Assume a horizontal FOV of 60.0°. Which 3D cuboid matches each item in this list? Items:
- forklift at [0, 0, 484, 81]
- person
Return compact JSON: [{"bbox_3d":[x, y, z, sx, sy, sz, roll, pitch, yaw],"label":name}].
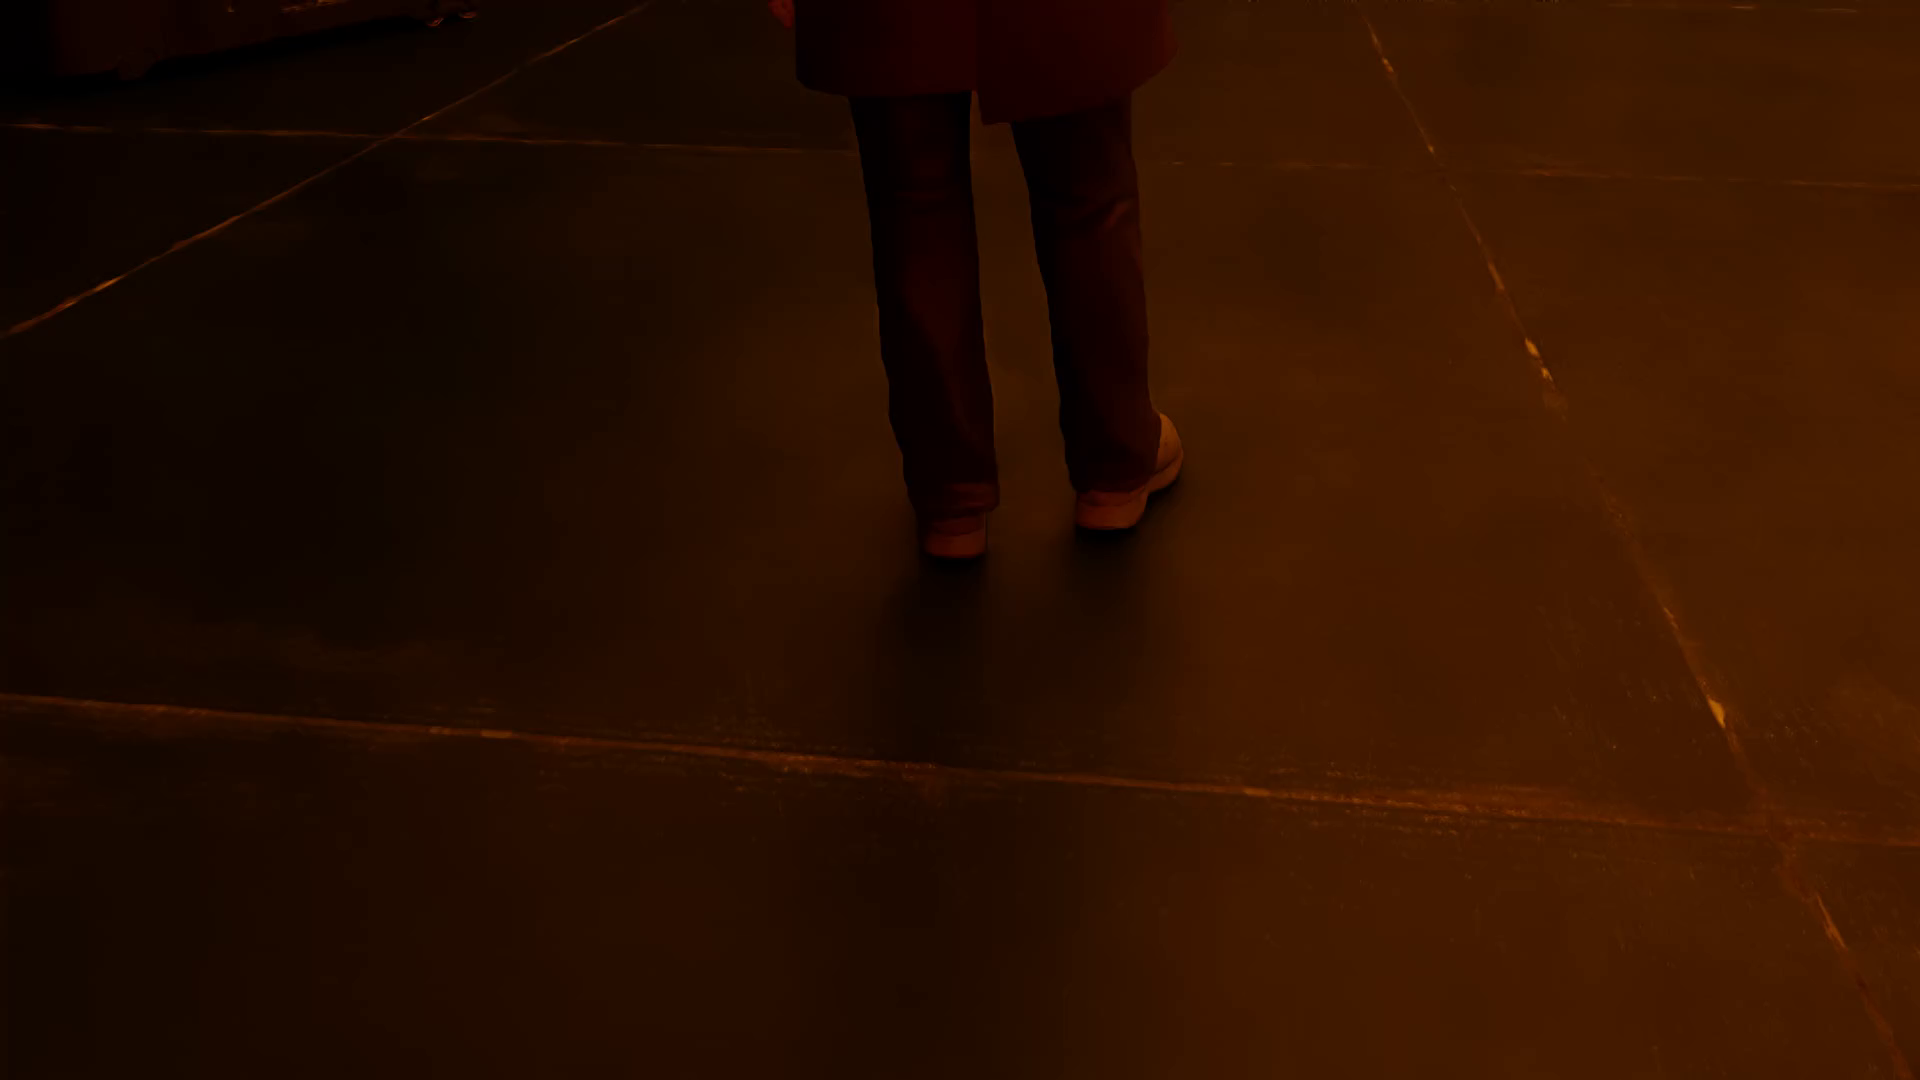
[{"bbox_3d":[-2.590,-3.417,6.067,1.130,2.935,3.031,13,29,24],"label":"forklift"},{"bbox_3d":[0.017,-0.842,2.181,0.694,1.776,0.580,3,27,7],"label":"person"}]
